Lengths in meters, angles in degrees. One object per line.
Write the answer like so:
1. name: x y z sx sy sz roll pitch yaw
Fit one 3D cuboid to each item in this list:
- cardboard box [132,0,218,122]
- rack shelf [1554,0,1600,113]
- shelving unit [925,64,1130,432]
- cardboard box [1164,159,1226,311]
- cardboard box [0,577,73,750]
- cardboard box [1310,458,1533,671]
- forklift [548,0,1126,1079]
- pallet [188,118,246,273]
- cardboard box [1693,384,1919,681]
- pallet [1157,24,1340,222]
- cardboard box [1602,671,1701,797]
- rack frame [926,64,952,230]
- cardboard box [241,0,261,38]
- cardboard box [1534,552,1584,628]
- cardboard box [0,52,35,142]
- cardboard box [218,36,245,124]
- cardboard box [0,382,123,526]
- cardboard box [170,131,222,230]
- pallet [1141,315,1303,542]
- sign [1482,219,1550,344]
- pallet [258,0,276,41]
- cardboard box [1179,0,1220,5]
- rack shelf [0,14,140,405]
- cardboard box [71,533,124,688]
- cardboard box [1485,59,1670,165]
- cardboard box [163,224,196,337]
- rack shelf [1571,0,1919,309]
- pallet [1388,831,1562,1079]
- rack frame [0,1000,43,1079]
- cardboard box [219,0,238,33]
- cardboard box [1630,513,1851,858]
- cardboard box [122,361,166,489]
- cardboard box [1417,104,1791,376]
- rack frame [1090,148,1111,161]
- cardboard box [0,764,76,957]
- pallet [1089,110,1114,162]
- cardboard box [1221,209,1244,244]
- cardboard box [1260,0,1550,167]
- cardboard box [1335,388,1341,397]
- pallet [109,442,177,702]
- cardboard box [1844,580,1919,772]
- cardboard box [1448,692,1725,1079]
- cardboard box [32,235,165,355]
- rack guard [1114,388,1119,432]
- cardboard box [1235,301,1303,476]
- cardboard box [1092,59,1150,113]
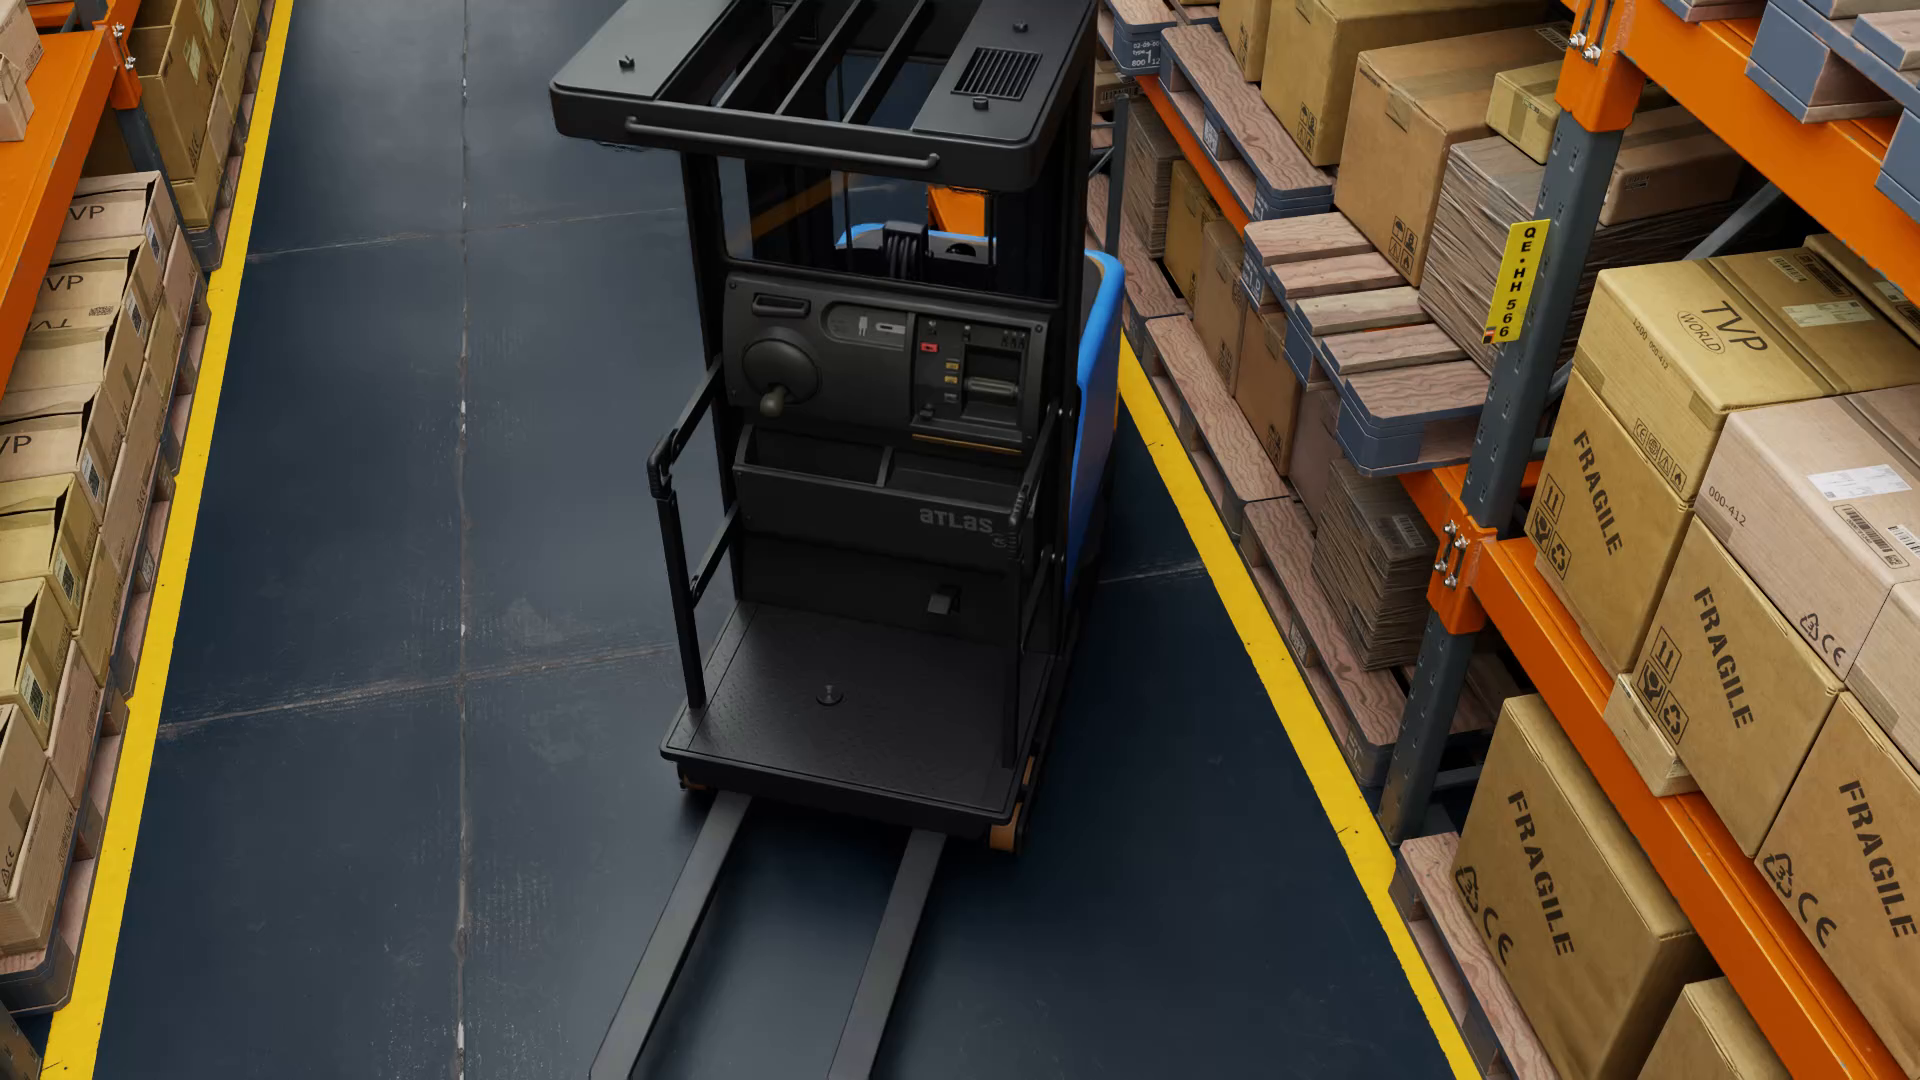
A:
1. cardboard box: -3.794 -2.233 7.696 0.500 0.500 0.500 -8 42 -9
2. rack shelf: 1.384 -2.424 5.003 1.077 0.370 4.000 -8 42 -9
3. shelving unit: 0.226 -1.254 6.533 0.587 1.500 1.083 -8 42 -9
4. cardboard box: 1.288 -1.295 7.000 0.700 0.500 0.500 -9 42 -10
5. cardboard box: -2.969 0.378 4.897 0.500 0.311 0.500 -9 42 -10
6. cardboard box: 1.609 0.037 5.501 0.700 0.500 0.500 -8 42 -9
7. forklift: -0.268 -0.416 4.510 1.130 2.935 3.031 9 42 10
8. pallet: -4.015 -1.634 7.931 1.003 0.211 1.213 -8 42 -9
9. cardboard box: 1.778 -0.032 3.147 0.500 0.250 0.500 -9 42 -10
10. pallet: 1.348 -1.480 5.802 1.003 0.211 1.213 -8 42 -9
11. cardboard box: 1.681 0.408 3.705 0.380 0.149 0.250 -7 42 -8
12. rack frame: 0.114 -1.589 6.911 0.500 1.500 0.032 -8 42 -9
13. cardboard box: -4.114 -2.925 9.041 0.500 0.250 0.500 -8 42 -9
14. cardboard box: 1.660 0.059 4.099 0.380 0.149 0.250 -9 42 -10
15. cardboard box: -3.515 -1.561 5.850 0.396 0.266 0.258 -9 42 -10
16. cardboard box: -3.894 -2.278 8.311 0.500 0.250 0.500 -8 42 -9
17. cardboard box: -3.188 -0.286 5.645 0.500 0.311 0.500 -9 42 -10
18. cardboard box: -3.688 -1.628 7.579 0.500 0.250 0.500 -8 42 -9
19. pallet: 1.388 -0.528 6.685 1.003 0.211 1.213 -8 42 -9
20. sign: 1.288 -0.594 3.847 0.100 0.325 0.005 -8 42 -9
21. pallet: -4.542 -3.215 9.713 1.003 0.211 1.213 -8 42 -9
22. cardboard box: 1.142 -2.371 6.255 0.700 0.500 0.500 -4 42 -5
23. rack shelf: -3.452 -0.590 5.197 1.077 0.370 4.000 -8 42 -9
24. cardboard box: -3.074 0.266 5.446 0.500 0.250 0.500 -9 42 -10
25. cardboard box: 1.628 -1.145 4.385 0.380 0.149 0.250 -15 44 -16
26. cardboard box: -3.512 -1.057 6.936 0.500 0.250 0.500 -9 42 -10
27. rack shelf: 2.247 0.169 2.082 1.077 0.370 4.000 -8 42 -9
28. pallet: 1.912 1.290 4.637 1.003 0.211 1.213 -8 42 -9
29. rack frame: -3.021 0.438 3.497 1.000 3.000 0.127 -8 42 -9
30. cardboard box: -4.004 -2.882 8.427 0.500 0.500 0.500 -8 42 -9
31. cardboard box: 1.774 0.262 3.381 0.500 0.500 0.500 -7 42 -8
32. cardboard box: -3.293 -0.397 6.192 0.500 0.250 0.500 -7 42 -8
33. cardboard box: 1.704 -0.780 4.462 0.700 0.500 0.500 -13 43 -14
34. rack frame: 0.952 -2.867 7.221 1.000 3.000 0.127 -8 42 -9
35. cardboard box: -2.847 0.927 4.701 0.500 0.250 0.500 -8 42 -9
36. pallet: 0.773 -2.255 8.631 1.003 0.211 1.213 -8 42 -9
37. cardboard box: 1.341 -1.281 6.420 0.500 0.250 0.500 -9 42 -11
38. cardboard box: 1.414 -1.584 5.368 0.700 0.500 0.500 -8 42 -9
39. cardboard box: 1.547 -0.622 5.678 0.500 0.250 0.500 -8 42 -8
40. pallet: -3.420 0.152 5.920 1.003 0.211 1.213 -8 42 -9
41. cardboard box: 1.890 0.292 2.782 0.500 0.250 0.500 -8 42 -9
42. cardboard box: 1.846 0.868 4.316 0.750 0.750 0.750 -9 42 -10
43. cardboard box: -3.398 -0.936 6.377 0.500 0.311 0.500 -7 42 -8
44. rack guard: 0.334 -0.464 6.584 0.587 0.250 0.087 -8 42 -9
45. cardboard box: 1.477 -0.632 6.254 0.700 0.500 0.500 -9 42 -10
46. cardboard box: 0.807 -2.315 8.401 0.380 0.166 0.250 -14 43 -15
